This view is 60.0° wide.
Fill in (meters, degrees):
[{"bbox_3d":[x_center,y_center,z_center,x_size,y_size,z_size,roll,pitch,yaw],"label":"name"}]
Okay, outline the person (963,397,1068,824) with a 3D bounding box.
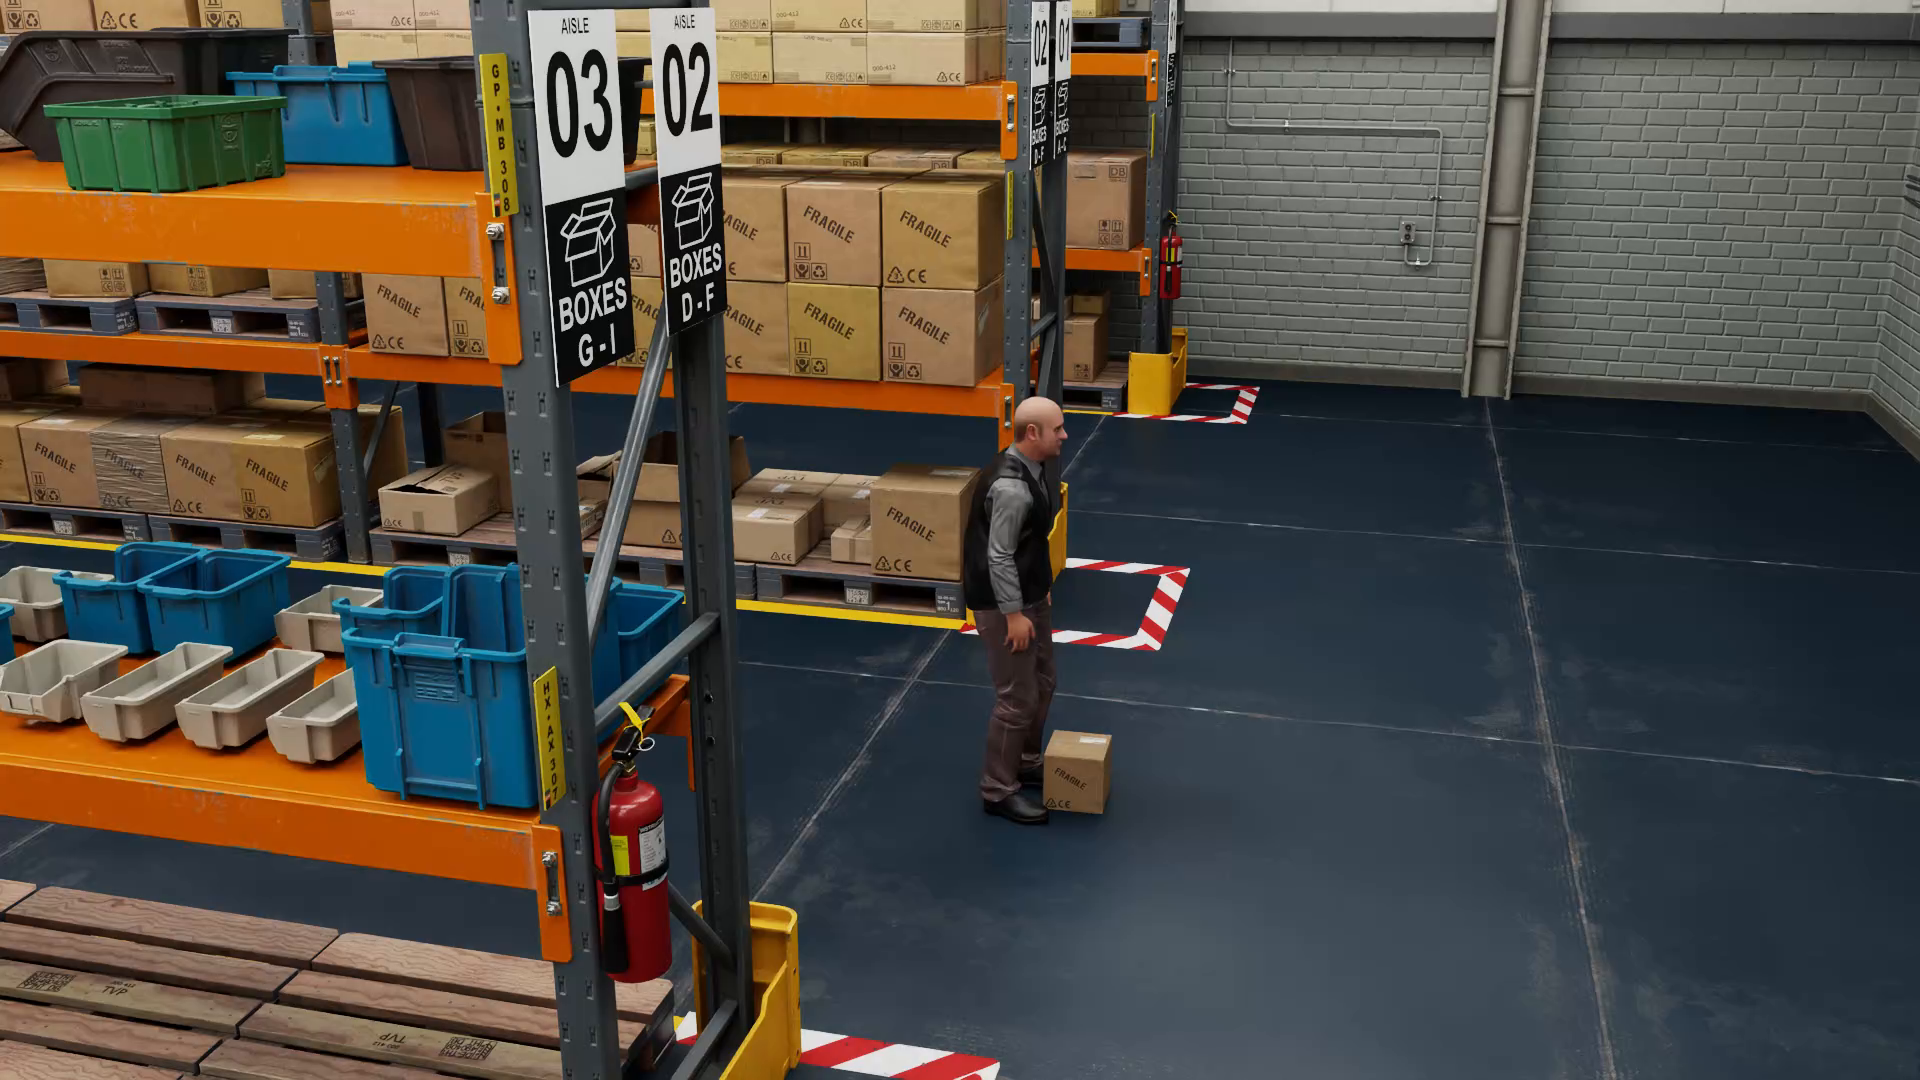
[{"bbox_3d":[0.247,0.256,6.812,0.462,1.721,0.588,4,19,12],"label":"person"}]
